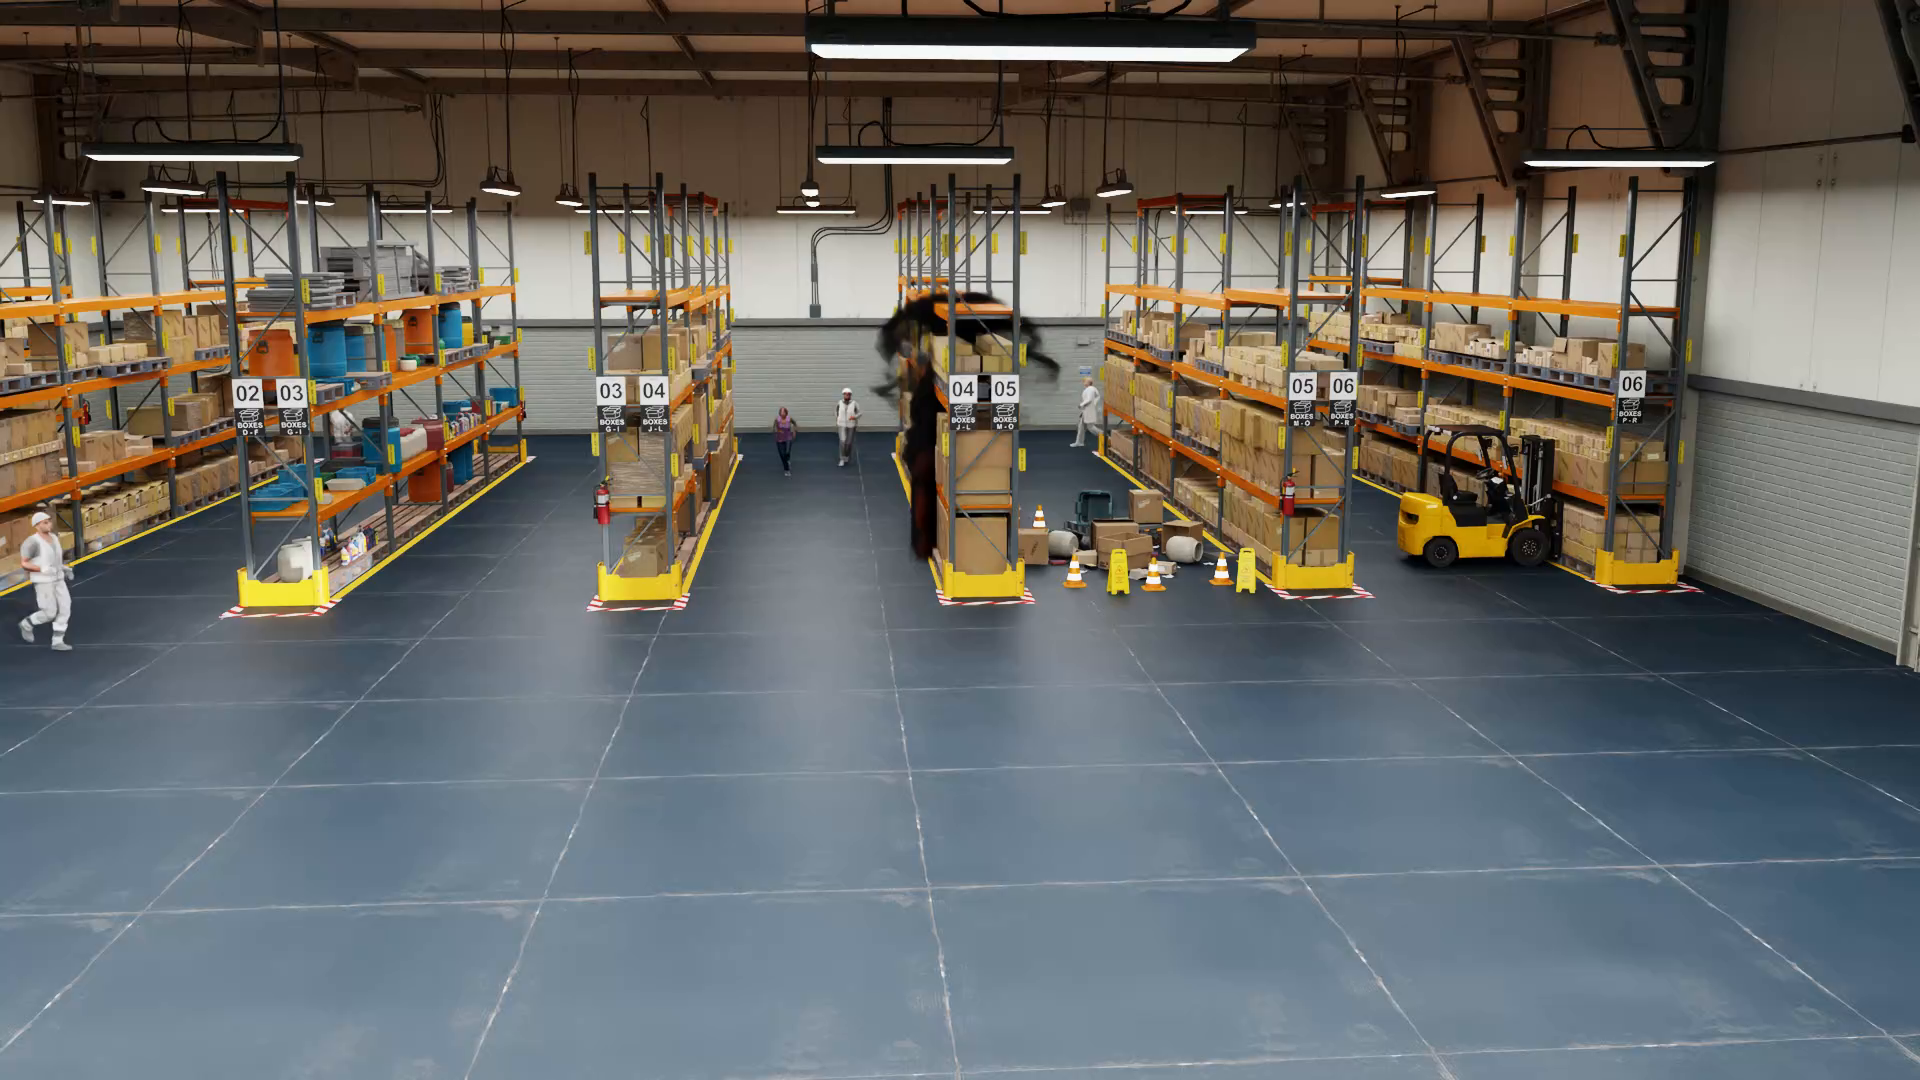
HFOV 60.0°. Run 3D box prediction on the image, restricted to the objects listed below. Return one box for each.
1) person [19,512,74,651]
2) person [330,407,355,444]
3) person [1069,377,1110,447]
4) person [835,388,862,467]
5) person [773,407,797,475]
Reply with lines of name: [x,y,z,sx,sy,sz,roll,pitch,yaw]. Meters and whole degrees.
person: [-11.419,0.516,20.747,0.714,1.749,0.653,2,10,14]
person: [-13.649,-2.274,36.765,0.585,1.695,0.727,-2,10,-13]
person: [3.233,-3.171,41.387,1.025,1.755,0.705,1,10,8]
person: [-2.574,-2.623,38.388,0.651,1.783,0.810,0,10,-1]
person: [-3.853,-2.169,36.581,0.515,1.533,0.640,0,10,-1]
